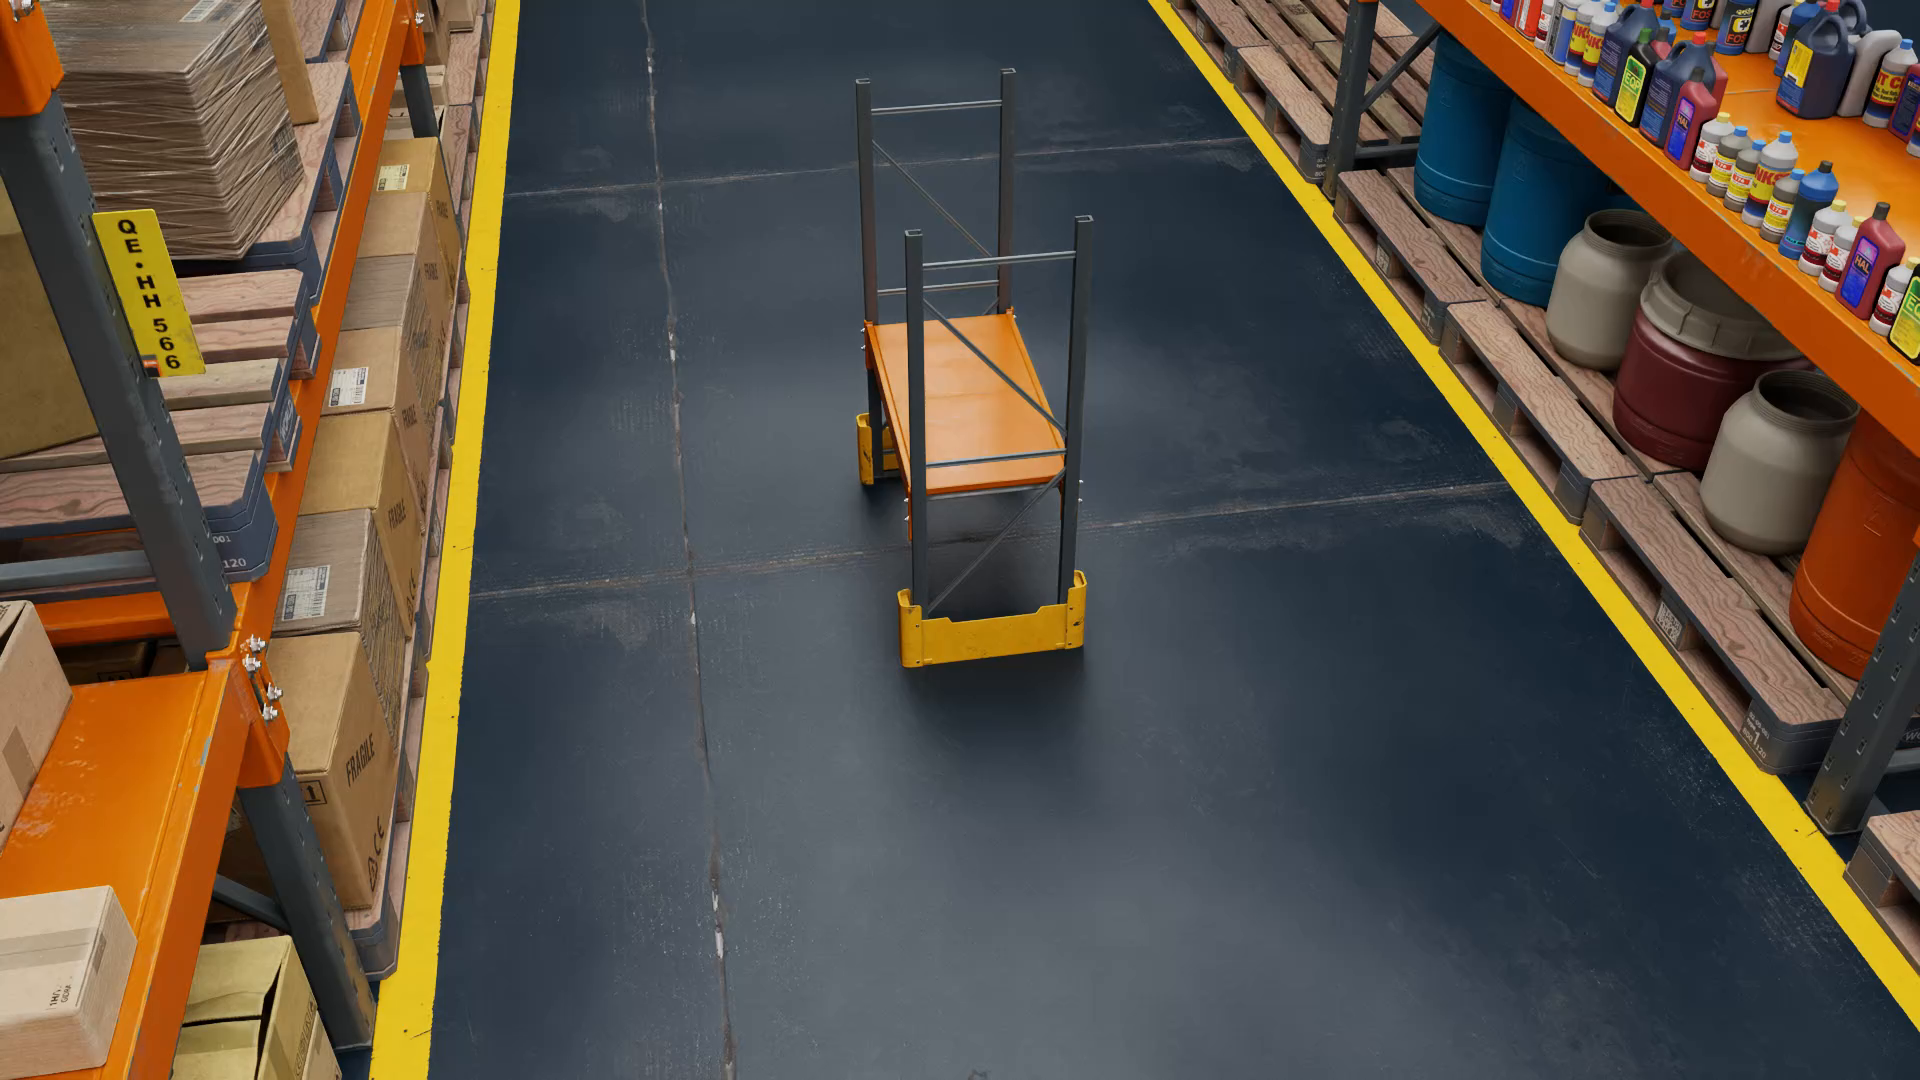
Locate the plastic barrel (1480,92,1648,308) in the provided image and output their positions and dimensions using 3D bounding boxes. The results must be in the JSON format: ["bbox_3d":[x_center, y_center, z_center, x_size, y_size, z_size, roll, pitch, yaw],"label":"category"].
[{"bbox_3d":[2.417,-1.433,6.518,0.600,0.901,0.708,-6,38,-8],"label":"plastic barrel"}]

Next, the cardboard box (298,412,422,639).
[{"bbox_3d":[-1.940,-0.019,5.008,0.500,0.500,0.500,-7,38,-9],"label":"cardboard box"}]

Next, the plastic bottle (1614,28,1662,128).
[{"bbox_3d":[2.169,-1.473,5.296,0.061,0.283,0.133,-6,38,-8],"label":"plastic bottle"}]

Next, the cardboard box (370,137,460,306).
[{"bbox_3d":[-2.294,-1.243,6.584,0.500,0.500,0.500,-6,38,-8],"label":"cardboard box"}]

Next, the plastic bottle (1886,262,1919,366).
[{"bbox_3d":[2.425,-0.590,4.160,0.061,0.283,0.133,-6,38,-8],"label":"plastic bottle"}]

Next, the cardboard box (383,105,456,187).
[{"bbox_3d":[-2.523,-1.712,7.342,0.500,0.311,0.500,-6,38,-8],"label":"cardboard box"}]

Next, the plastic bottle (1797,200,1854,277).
[{"bbox_3d":[2.365,-0.828,4.532,0.097,0.201,0.097,0,38,0],"label":"plastic bottle"}]

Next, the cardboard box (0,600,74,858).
[{"bbox_3d":[-1.941,0.352,2.924,0.500,0.311,0.500,-4,38,-5],"label":"cardboard box"}]

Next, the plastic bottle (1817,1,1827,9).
[{"bbox_3d":[2.904,-1.723,5.618,0.061,0.283,0.133,-6,38,-8],"label":"plastic bottle"}]

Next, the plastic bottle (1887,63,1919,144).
[{"bbox_3d":[3.001,-1.391,5.190,0.061,0.283,0.133,-6,38,-8],"label":"plastic bottle"}]

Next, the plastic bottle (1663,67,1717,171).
[{"bbox_3d":[2.225,-1.281,5.049,0.061,0.283,0.133,-6,38,-8],"label":"plastic bottle"}]

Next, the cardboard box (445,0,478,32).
[{"bbox_3d":[-2.889,-2.948,8.983,0.500,0.250,0.500,-6,38,-8],"label":"cardboard box"}]

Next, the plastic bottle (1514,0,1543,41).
[{"bbox_3d":[2.083,-1.925,5.884,0.152,0.276,0.135,-6,38,-8],"label":"plastic bottle"}]

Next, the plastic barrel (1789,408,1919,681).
[{"bbox_3d":[2.813,-0.040,4.784,0.600,0.830,0.708,-6,38,-8],"label":"plastic barrel"}]

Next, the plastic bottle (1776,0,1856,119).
[{"bbox_3d":[2.765,-1.551,5.342,0.144,0.351,0.185,-6,38,-8],"label":"plastic bottle"}]

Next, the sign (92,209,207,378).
[{"bbox_3d":[-1.415,-0.426,2.910,0.100,0.325,0.005,-6,38,-8],"label":"sign"}]

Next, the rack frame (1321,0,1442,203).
[{"bbox_3d":[2.215,-2.854,6.979,1.000,3.000,0.127,-6,38,-8],"label":"rack frame"}]

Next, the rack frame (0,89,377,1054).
[{"bbox_3d":[-1.961,0.093,3.186,1.000,3.000,0.127,-6,38,-8],"label":"rack frame"}]

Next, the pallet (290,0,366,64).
[{"bbox_3d":[-2.630,-1.753,5.718,1.003,0.211,1.213,-6,38,-8],"label":"pallet"}]

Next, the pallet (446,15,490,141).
[{"bbox_3d":[-2.999,-2.375,8.636,1.003,0.211,1.213,-6,38,-8],"label":"pallet"}]

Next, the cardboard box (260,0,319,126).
[{"bbox_3d":[-2.292,-1.468,4.771,0.700,0.500,0.500,-16,41,-19],"label":"cardboard box"}]

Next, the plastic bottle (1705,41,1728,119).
[{"bbox_3d":[2.334,-1.408,5.212,0.061,0.283,0.133,-6,38,-8],"label":"plastic bottle"}]

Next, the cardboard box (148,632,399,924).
[{"bbox_3d":[-1.760,0.600,4.211,0.500,0.500,0.500,-5,38,-6],"label":"cardboard box"}]

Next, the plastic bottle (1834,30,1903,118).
[{"bbox_3d":[2.915,-1.523,5.366,0.152,0.276,0.135,-6,38,-8],"label":"plastic bottle"}]

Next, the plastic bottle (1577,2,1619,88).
[{"bbox_3d":[2.134,-1.651,5.536,0.097,0.271,0.097,0,38,0],"label":"plastic bottle"}]

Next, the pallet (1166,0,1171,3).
[{"bbox_3d":[1.620,-3.666,10.297,1.003,0.211,1.213,-6,38,-8],"label":"pallet"}]

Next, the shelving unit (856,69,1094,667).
[{"bbox_3d":[0.013,-0.546,5.231,0.587,1.500,1.083,-6,38,-8],"label":"shelving unit"}]

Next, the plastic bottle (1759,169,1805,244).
[{"bbox_3d":[2.331,-0.945,4.684,0.097,0.201,0.097,0,38,0],"label":"plastic bottle"}]

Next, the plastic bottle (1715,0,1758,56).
[{"bbox_3d":[2.699,-1.829,5.764,0.097,0.271,0.097,0,38,0],"label":"plastic bottle"}]

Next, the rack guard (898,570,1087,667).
[{"bbox_3d":[0.101,0.248,5.227,0.587,0.250,0.087,-6,38,-8],"label":"rack guard"}]

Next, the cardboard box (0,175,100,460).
[{"bbox_3d":[-2.183,-0.481,3.500,0.700,0.500,0.500,-19,42,-23],"label":"cardboard box"}]

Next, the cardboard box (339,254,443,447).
[{"bbox_3d":[-2.128,-0.640,5.808,0.500,0.500,0.500,-6,38,-7],"label":"cardboard box"}]

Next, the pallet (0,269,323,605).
[{"bbox_3d":[-2.149,-0.233,3.762,1.213,0.211,1.003,-6,38,-8],"label":"pallet"}]

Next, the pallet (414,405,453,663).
[{"bbox_3d":[-2.266,0.003,5.574,1.003,0.211,1.213,-6,38,-8],"label":"pallet"}]

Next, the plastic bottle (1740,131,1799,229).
[{"bbox_3d":[2.314,-1.032,4.738,0.097,0.271,0.097,0,38,0],"label":"plastic bottle"}]

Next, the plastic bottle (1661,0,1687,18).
[{"bbox_3d":[2.635,-2.050,6.049,0.097,0.271,0.097,0,38,0],"label":"plastic bottle"}]

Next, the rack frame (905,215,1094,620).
[{"bbox_3d":[0.104,-0.234,4.828,0.500,1.500,0.032,-6,38,-8],"label":"rack frame"}]

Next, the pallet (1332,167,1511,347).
[{"bbox_3d":[2.309,-1.282,7.228,1.003,0.211,1.213,-6,38,-8],"label":"pallet"}]

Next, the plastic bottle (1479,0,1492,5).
[{"bbox_3d":[1.995,-2.102,6.173,0.097,0.201,0.097,0,38,0],"label":"plastic bottle"}]

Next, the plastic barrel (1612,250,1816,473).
[{"bbox_3d":[2.615,-0.627,5.736,0.600,0.588,0.708,-6,38,-8],"label":"plastic barrel"}]

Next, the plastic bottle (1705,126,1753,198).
[{"bbox_3d":[2.280,-1.122,4.911,0.097,0.201,0.097,0,38,0],"label":"plastic bottle"}]

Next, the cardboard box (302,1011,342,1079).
[{"bbox_3d":[-1.629,1.304,3.525,0.500,0.250,0.500,-5,38,-7],"label":"cardboard box"}]

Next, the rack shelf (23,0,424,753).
[{"bbox_3d":[-2.312,-0.831,4.961,1.077,0.370,4.000,-6,38,-8],"label":"rack shelf"}]

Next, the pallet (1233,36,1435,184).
[{"bbox_3d":[2.048,-2.193,8.400,1.003,0.211,1.213,-6,38,-8],"label":"pallet"}]

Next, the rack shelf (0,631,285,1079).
[{"bbox_3d":[-1.611,1.585,1.852,1.077,0.370,4.000,-6,38,-8],"label":"rack shelf"}]

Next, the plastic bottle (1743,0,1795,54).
[{"bbox_3d":[2.819,-1.855,5.794,0.152,0.276,0.135,-6,38,-8],"label":"plastic bottle"}]

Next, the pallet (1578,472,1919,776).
[{"bbox_3d":[2.737,0.192,5.331,1.003,0.211,1.213,-6,38,-8],"label":"pallet"}]

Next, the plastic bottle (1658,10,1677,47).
[{"bbox_3d":[2.293,-1.608,5.480,0.097,0.271,0.097,0,38,0],"label":"plastic bottle"}]

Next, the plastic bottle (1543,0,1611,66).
[{"bbox_3d":[2.124,-1.785,5.704,0.152,0.276,0.135,-6,38,-8],"label":"plastic bottle"}]

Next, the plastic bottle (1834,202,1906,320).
[{"bbox_3d":[2.385,-0.730,4.339,0.061,0.283,0.133,-6,38,-8],"label":"plastic bottle"}]
